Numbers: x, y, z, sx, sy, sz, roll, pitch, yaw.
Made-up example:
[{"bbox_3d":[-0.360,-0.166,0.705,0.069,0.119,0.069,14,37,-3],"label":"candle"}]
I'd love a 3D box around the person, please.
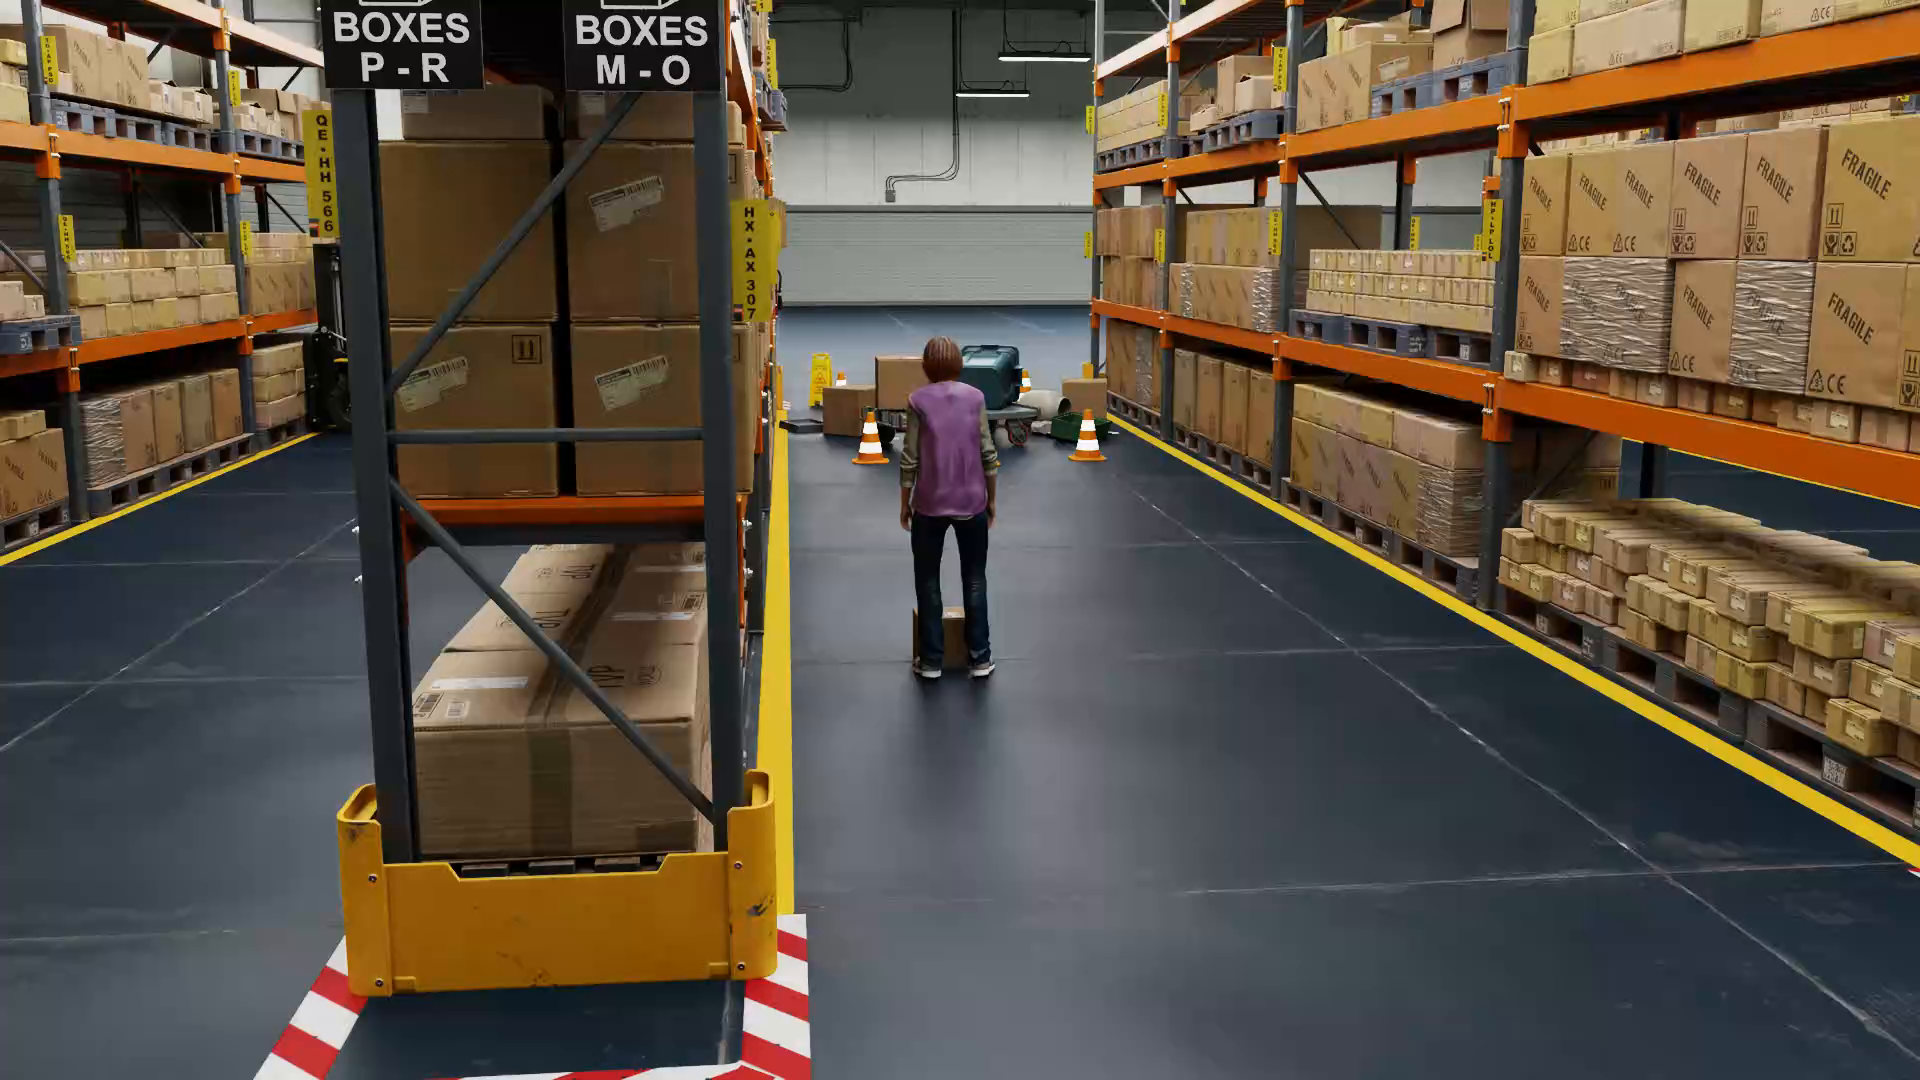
[{"bbox_3d":[-0.054,-0.137,7.737,0.468,1.579,0.350,-2,10,-9],"label":"person"}]
